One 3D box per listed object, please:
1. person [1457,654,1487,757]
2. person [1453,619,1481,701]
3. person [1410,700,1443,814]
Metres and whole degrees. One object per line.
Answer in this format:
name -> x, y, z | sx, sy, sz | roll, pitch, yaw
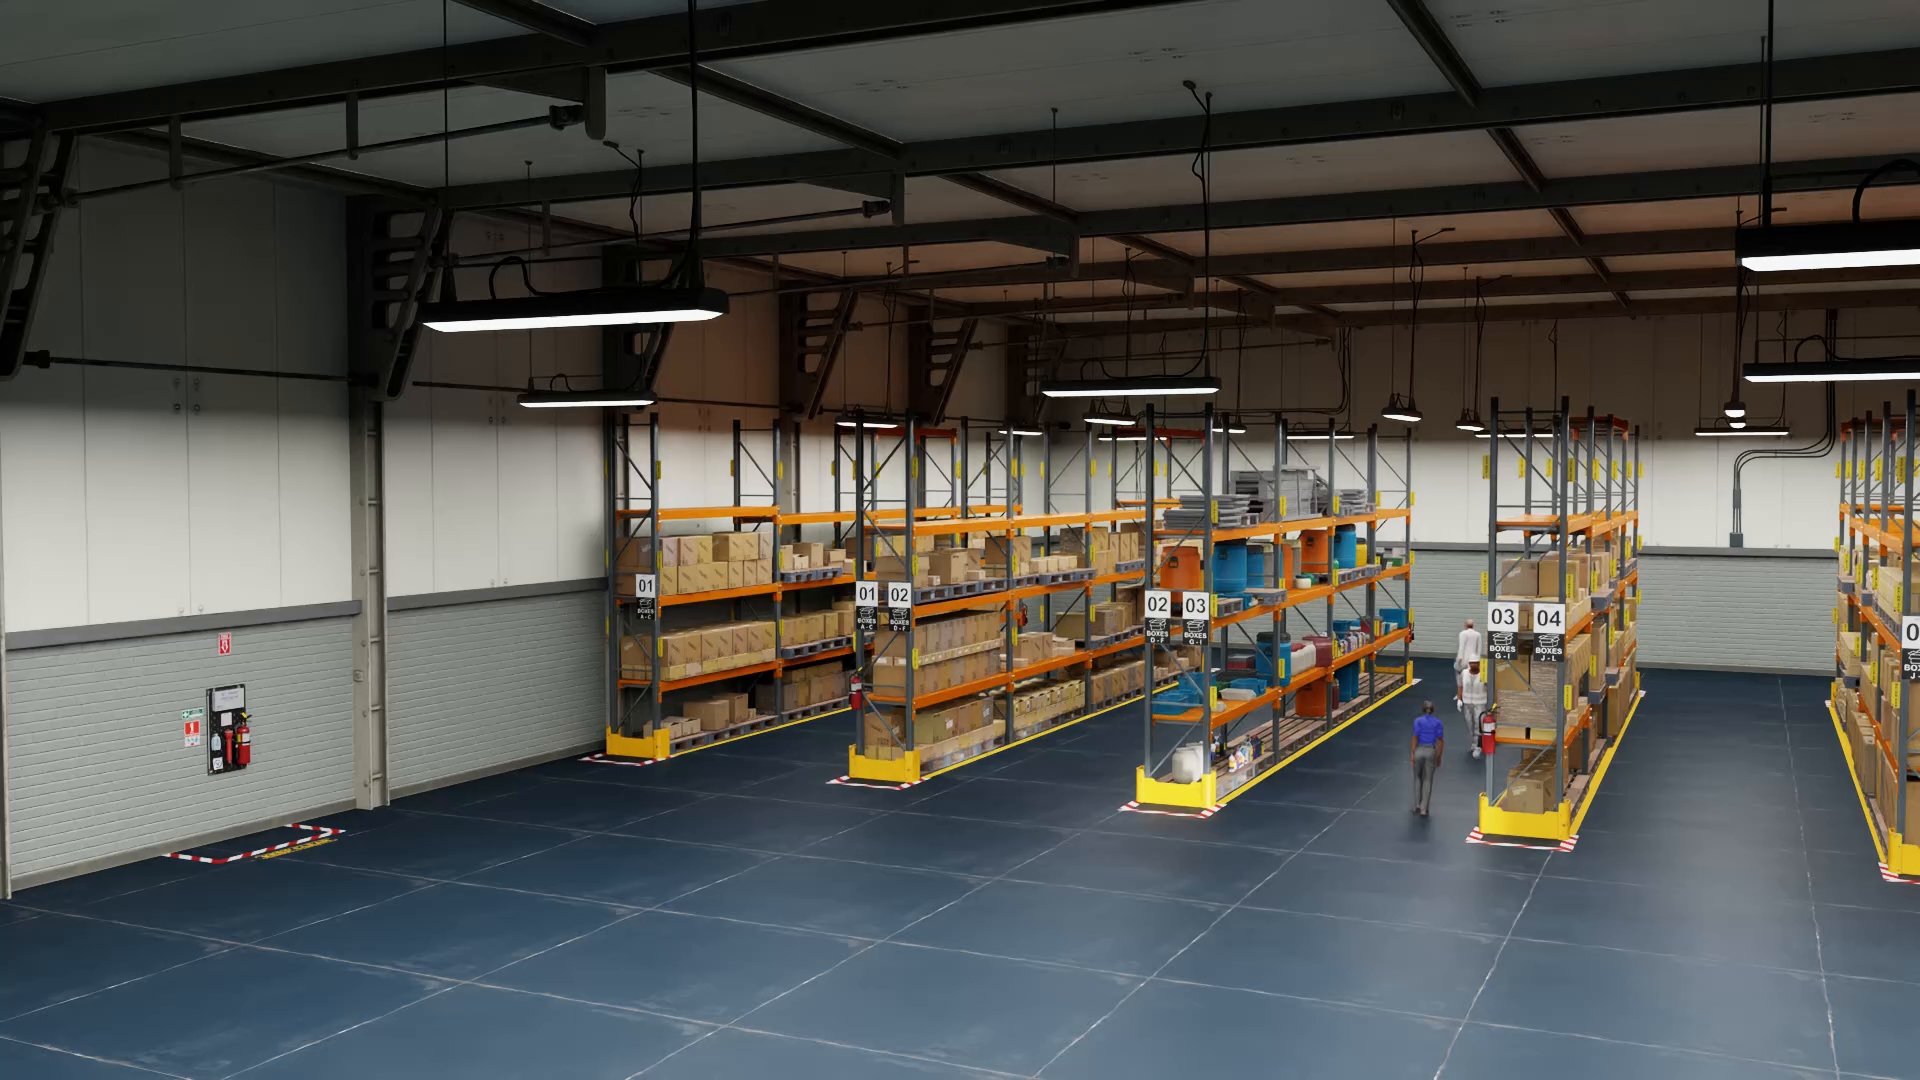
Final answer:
person -> 9.006, 2.872, 29.186 | 0.570, 1.743, 0.902 | 2, 3, 37
person -> 10.983, 2.606, 35.896 | 0.580, 1.788, 0.580 | 0, 2, 5
person -> 6.780, 3.187, 24.192 | 0.455, 1.705, 0.595 | 1, 3, 22
